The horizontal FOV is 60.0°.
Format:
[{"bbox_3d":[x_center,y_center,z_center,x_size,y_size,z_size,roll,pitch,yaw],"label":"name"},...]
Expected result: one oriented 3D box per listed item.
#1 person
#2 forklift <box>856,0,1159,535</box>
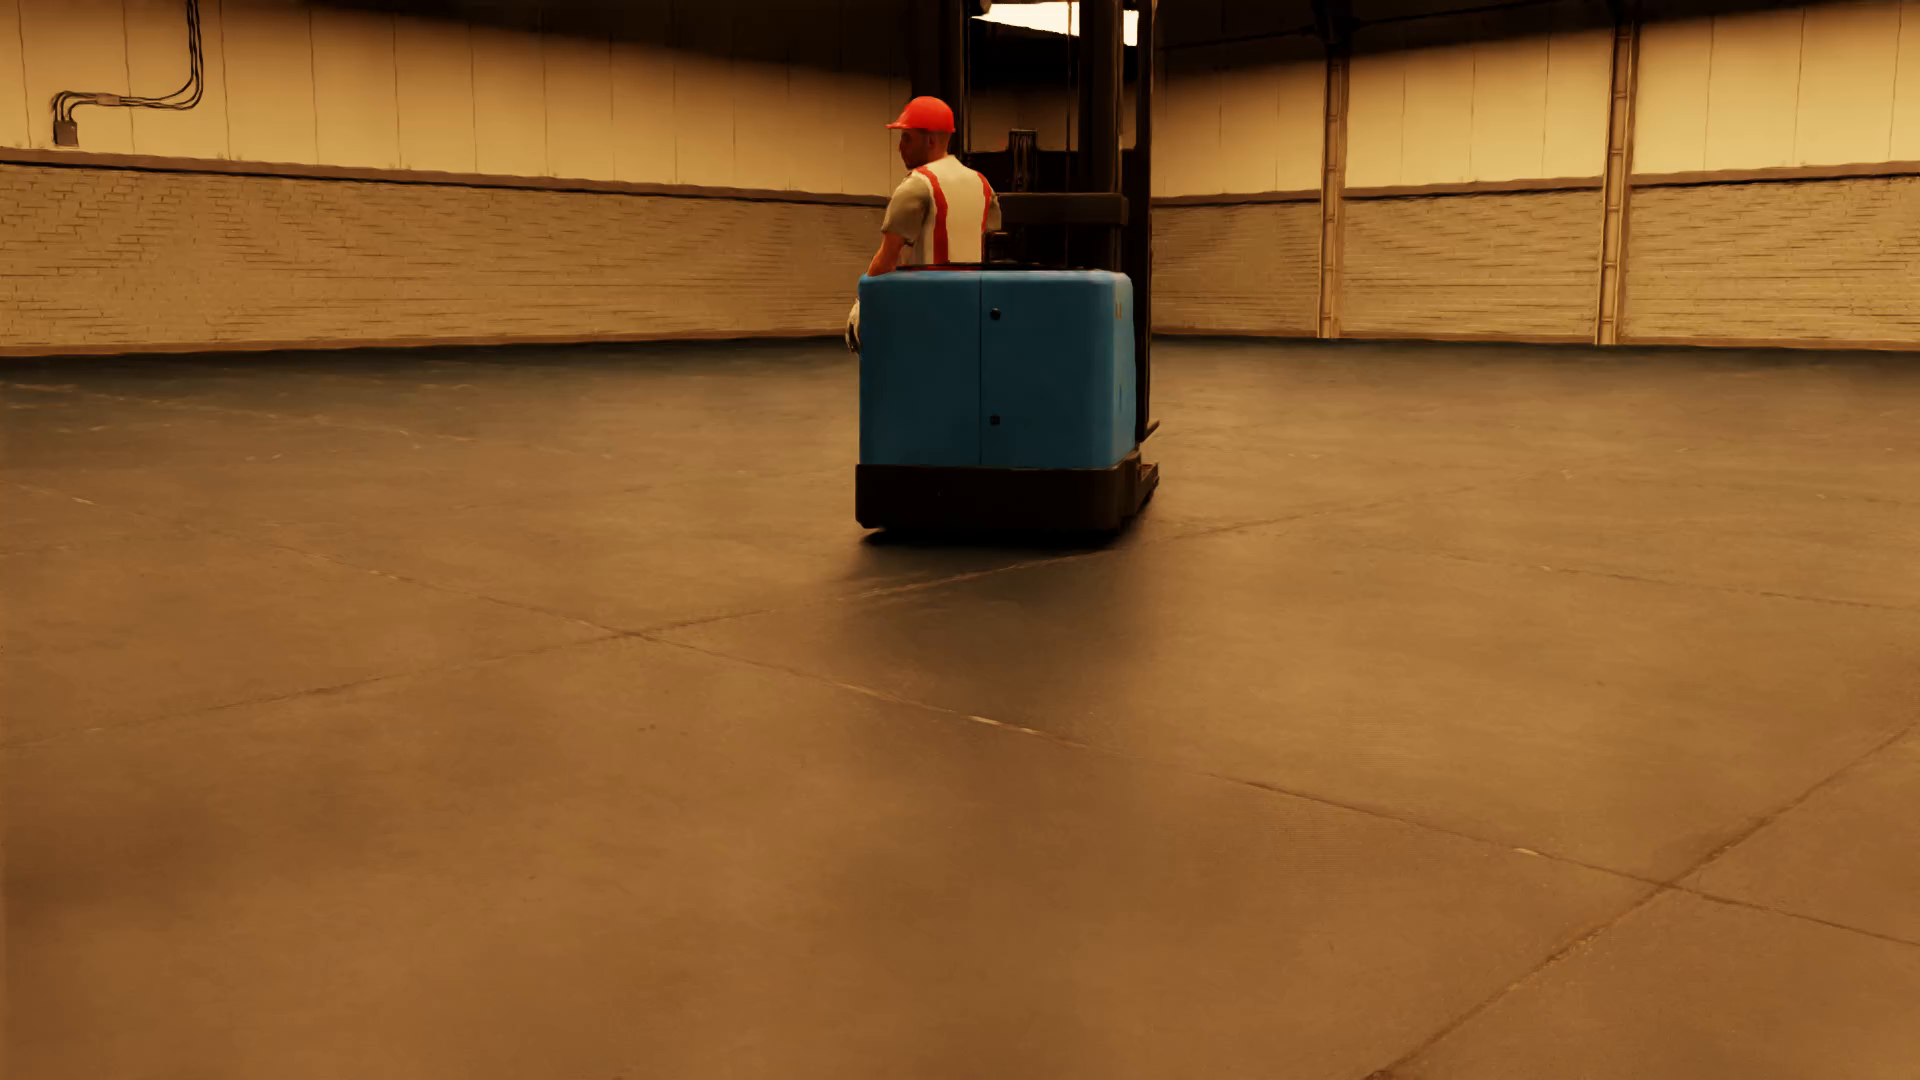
[{"bbox_3d":[-0.189,-0.912,6.852,0.728,1.764,0.734,7,11,38],"label":"person"},{"bbox_3d":[0.371,-1.647,7.814,1.130,2.935,3.031,2,9,11],"label":"forklift"}]
